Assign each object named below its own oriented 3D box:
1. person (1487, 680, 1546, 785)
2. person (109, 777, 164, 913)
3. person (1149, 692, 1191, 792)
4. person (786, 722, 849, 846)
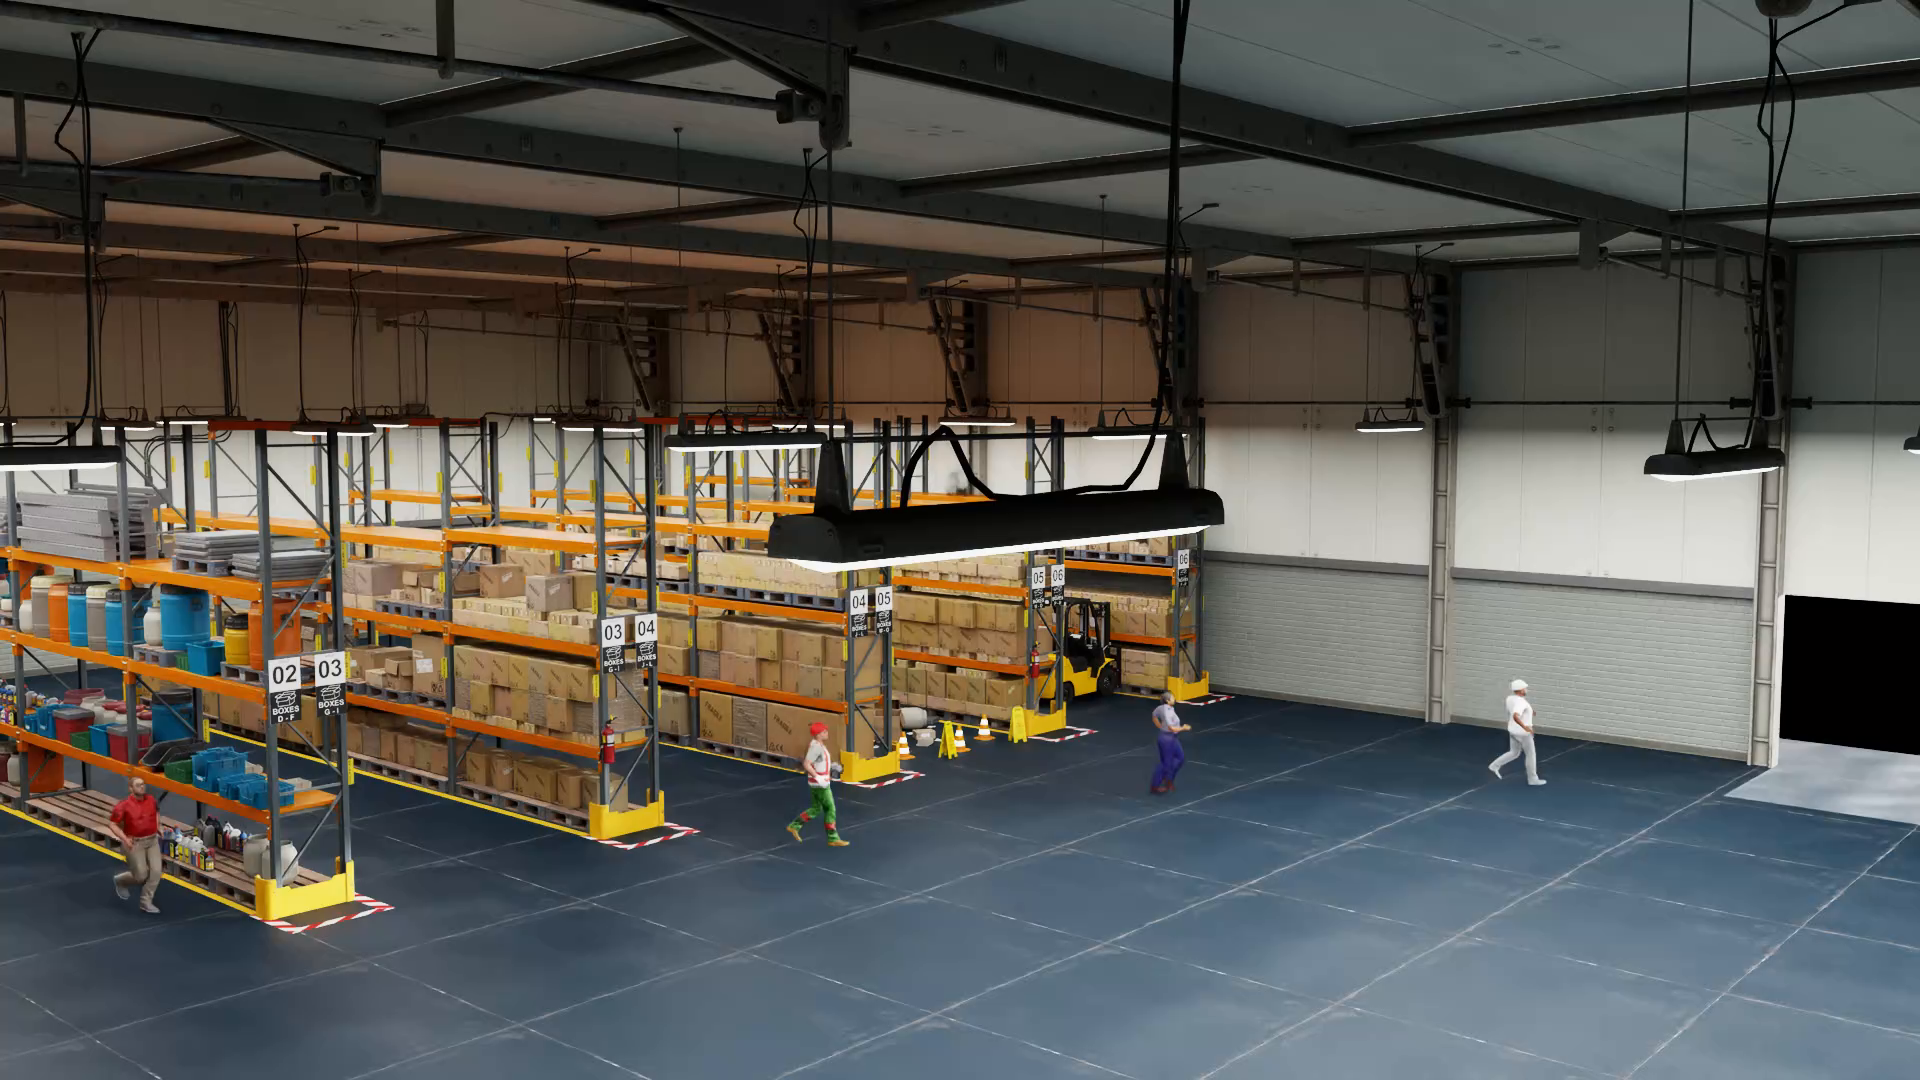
[{"bbox_3d":[9.142,3.135,27.377,0.830,1.683,0.710,-1,5,-7],"label":"person"},{"bbox_3d":[-10.224,3.782,20.698,0.654,1.680,0.664,3,5,30],"label":"person"},{"bbox_3d":[3.404,3.286,26.928,0.665,1.677,0.617,0,5,2],"label":"person"},{"bbox_3d":[-2.001,3.464,23.579,0.857,1.778,0.673,-1,5,-8],"label":"person"}]
